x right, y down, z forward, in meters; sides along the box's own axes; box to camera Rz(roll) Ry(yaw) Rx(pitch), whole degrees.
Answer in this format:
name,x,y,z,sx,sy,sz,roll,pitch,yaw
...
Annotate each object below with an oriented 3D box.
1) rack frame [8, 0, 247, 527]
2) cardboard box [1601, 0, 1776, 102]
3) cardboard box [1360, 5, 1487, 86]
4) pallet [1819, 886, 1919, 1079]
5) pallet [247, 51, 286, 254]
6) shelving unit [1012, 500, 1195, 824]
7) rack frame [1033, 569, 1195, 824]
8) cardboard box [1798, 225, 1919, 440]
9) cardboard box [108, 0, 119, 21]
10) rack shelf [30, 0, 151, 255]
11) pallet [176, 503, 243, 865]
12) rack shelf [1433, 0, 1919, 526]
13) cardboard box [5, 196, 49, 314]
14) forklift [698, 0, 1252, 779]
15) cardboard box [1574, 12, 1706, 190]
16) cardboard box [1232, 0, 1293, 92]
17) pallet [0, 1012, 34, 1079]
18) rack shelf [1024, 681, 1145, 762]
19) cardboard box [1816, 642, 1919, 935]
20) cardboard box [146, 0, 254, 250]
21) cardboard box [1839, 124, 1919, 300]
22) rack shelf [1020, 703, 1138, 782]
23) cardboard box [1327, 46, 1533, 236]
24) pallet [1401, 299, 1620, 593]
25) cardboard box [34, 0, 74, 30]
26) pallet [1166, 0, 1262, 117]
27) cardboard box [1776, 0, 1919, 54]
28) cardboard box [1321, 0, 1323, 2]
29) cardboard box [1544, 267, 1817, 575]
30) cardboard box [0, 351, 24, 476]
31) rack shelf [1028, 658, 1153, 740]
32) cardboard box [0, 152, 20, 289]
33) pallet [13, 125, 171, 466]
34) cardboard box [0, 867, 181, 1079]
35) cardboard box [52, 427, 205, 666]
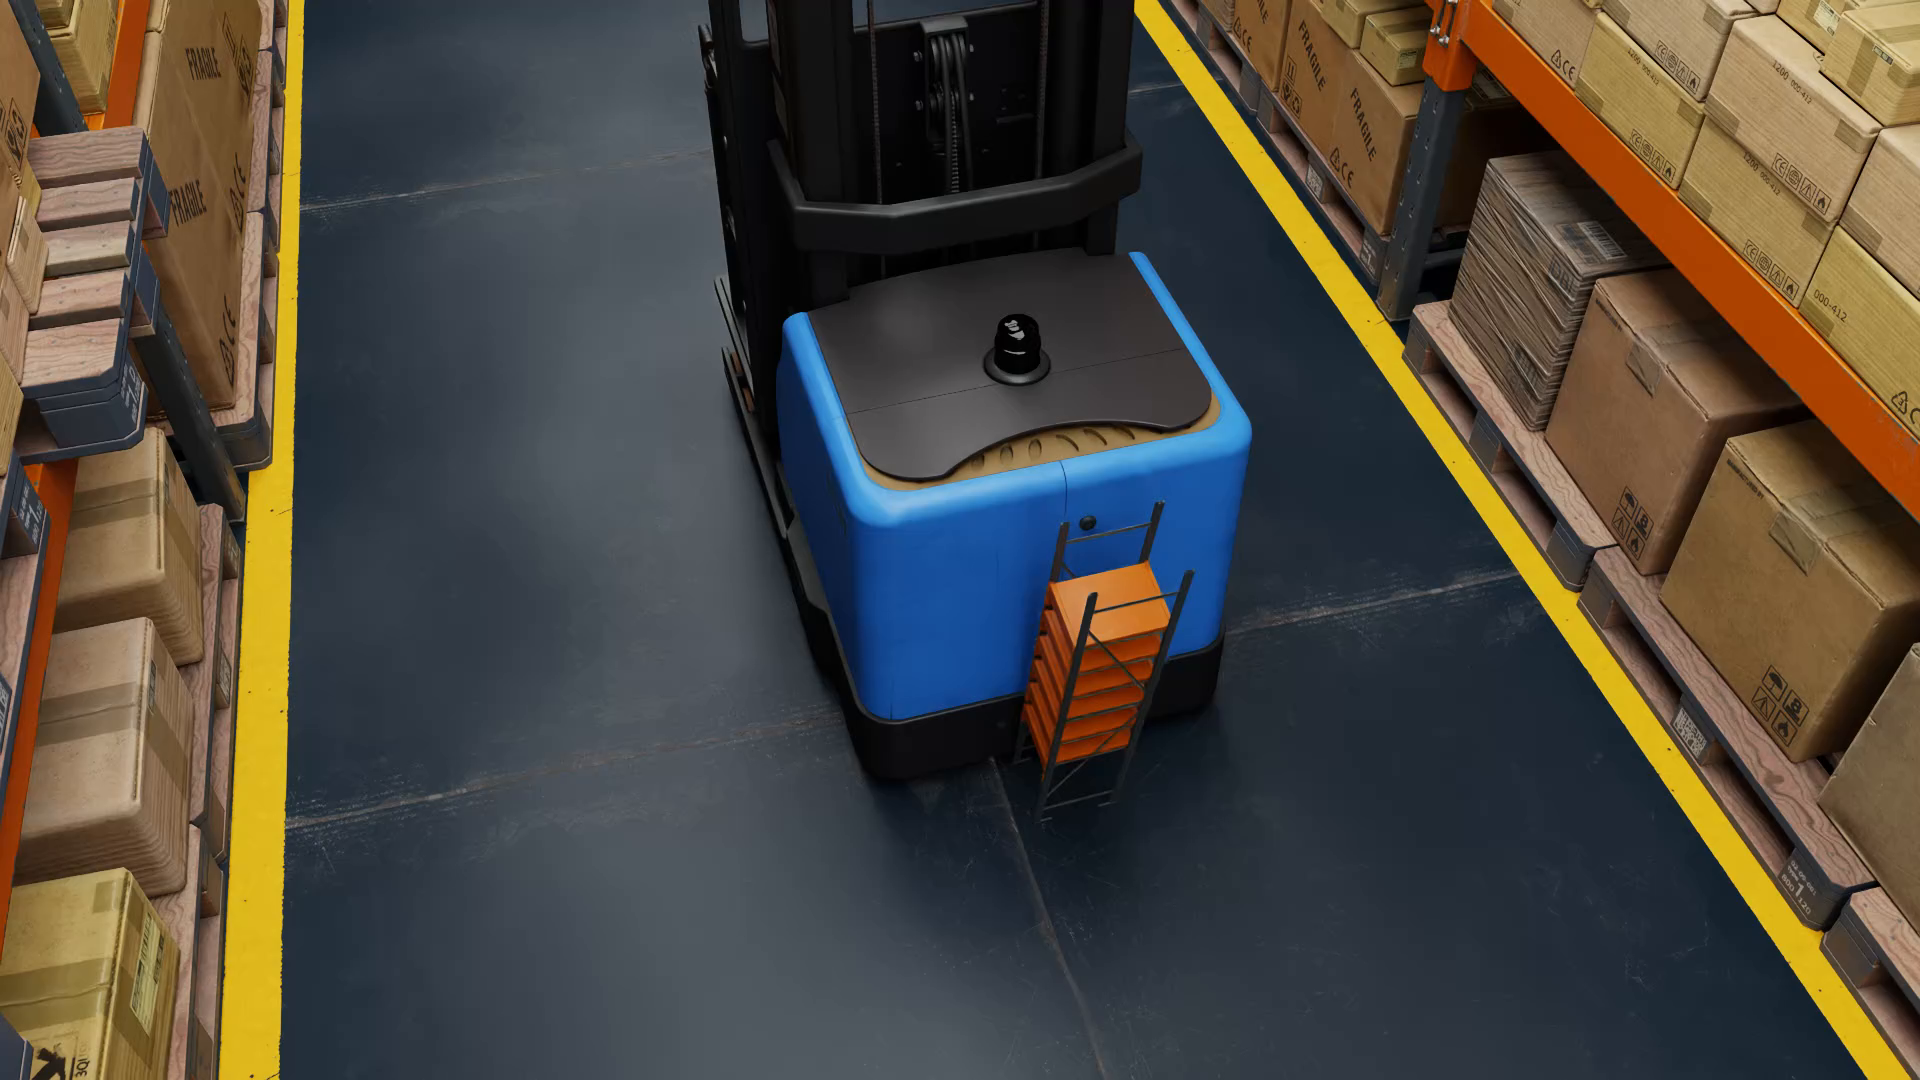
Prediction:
name,x,y,z,sx,sy,sz,roll,pitch,yaw
rack frame,-2.777,-1.053,4.182,1.000,3.000,0.127,-11,47,-10
cardboard box,2.024,-1.389,4.266,0.500,0.250,0.500,-9,46,-9
cardboard box,1.649,-1.757,5.874,0.380,0.149,0.250,-13,47,-12
pallet,2.818,1.273,3.855,1.003,0.211,1.213,-11,47,-10
pallet,-3.215,-1.476,6.549,1.003,0.211,1.213,-11,47,-10
shelving unit,0.322,0.341,4.066,0.258,1.200,0.189,-12,59,-12
rack frame,0.349,0.415,4.020,0.240,1.200,0.006,-12,59,-12
cardboard box,2.291,-0.499,3.744,0.500,0.250,0.500,-9,46,-9
cardboard box,-2.808,-1.736,4.956,0.500,0.250,0.500,-12,47,-11
rack shelf,-3.289,-2.182,5.792,1.077,0.370,4.000,-11,47,-10
pallet,-2.579,0.463,4.649,1.003,0.211,1.213,-11,47,-10
rack shelf,2.532,-0.331,3.978,1.077,0.370,4.000,-11,47,-10
cardboard box,-2.220,-0.591,3.611,0.380,0.149,0.250,-11,47,-11
forklift,-0.179,-1.452,4.621,1.130,2.935,3.031,-12,47,-12
cardboard box,2.021,-1.212,4.442,0.500,0.250,0.500,-12,47,-11
cardboard box,1.449,-2.196,6.758,0.500,0.500,0.500,-9,46,-9
pallet,-1.808,1.221,2.087,1.003,0.211,1.213,-11,47,-10
rack shelf,0.312,0.430,4.204,0.258,0.103,0.180,-12,59,-12
cardboard box,2.708,0.587,3.943,0.875,0.625,0.625,-11,47,-11
cardboard box,-3.098,-1.565,5.877,0.875,0.875,0.875,-10,46,-10
cardboard box,2.296,-0.676,3.567,0.500,0.250,0.500,-10,46,-10
rack shelf,0.305,0.495,4.304,0.258,0.103,0.180,-12,59,-12
cardboard box,1.704,-1.488,6.064,0.500,0.500,0.500,-9,46,-9
pallet,2.193,-0.412,5.506,1.003,0.211,1.213,-11,47,-10
cardboard box,-2.668,-1.571,4.444,0.500,0.250,0.500,-11,47,-11
pallet,1.557,-2.350,7.406,1.003,0.211,1.213,-11,47,-10
cardboard box,2.149,-1.249,3.849,0.380,0.149,0.250,-10,46,-10
cardboard box,1.524,-2.130,6.239,0.380,0.149,0.250,-12,47,-12
cardboard box,2.341,-0.396,4.907,0.875,0.625,0.625,-9,46,-9
cardboard box,-2.079,-0.229,3.256,0.380,0.149,0.250,-10,46,-10
rack shelf,0.319,0.365,4.103,0.258,0.103,0.180,-12,59,-12
cardboard box,-2.249,-0.721,3.284,0.500,0.500,0.500,-11,47,-11
pallet,-2.492,-0.514,3.787,1.213,0.211,1.003,-11,47,-10
cardboard box,-2.257,1.144,3.574,0.950,0.372,0.625,-9,46,-9
cardboard box,-2.642,0.111,4.586,0.950,0.372,0.625,-14,47,-13
